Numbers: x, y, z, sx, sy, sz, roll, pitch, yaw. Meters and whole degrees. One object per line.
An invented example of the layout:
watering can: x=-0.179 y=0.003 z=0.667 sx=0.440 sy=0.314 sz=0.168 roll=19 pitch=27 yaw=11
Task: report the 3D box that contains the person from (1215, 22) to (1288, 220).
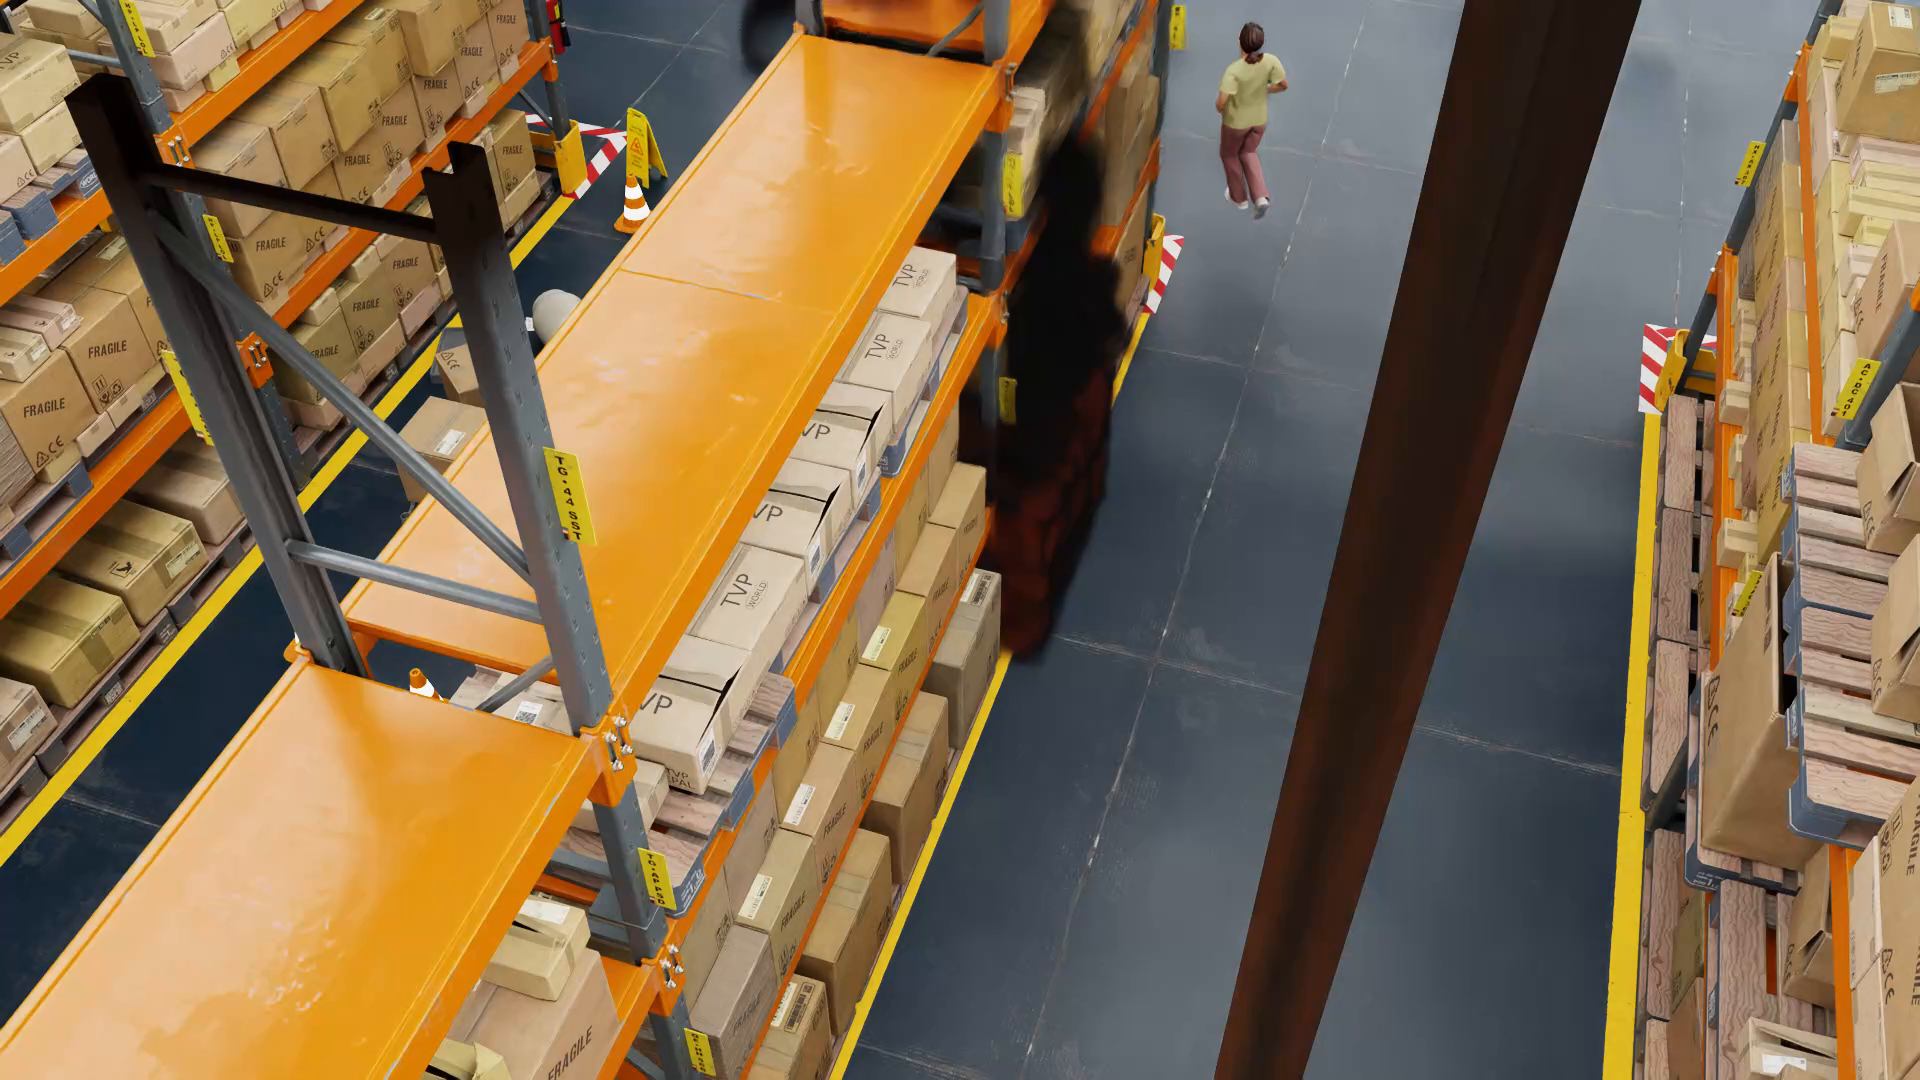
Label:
person: x=2.169 y=-3.173 z=12.700 sx=0.599 sy=1.648 sz=0.613 roll=-12 pitch=47 yaw=-12
